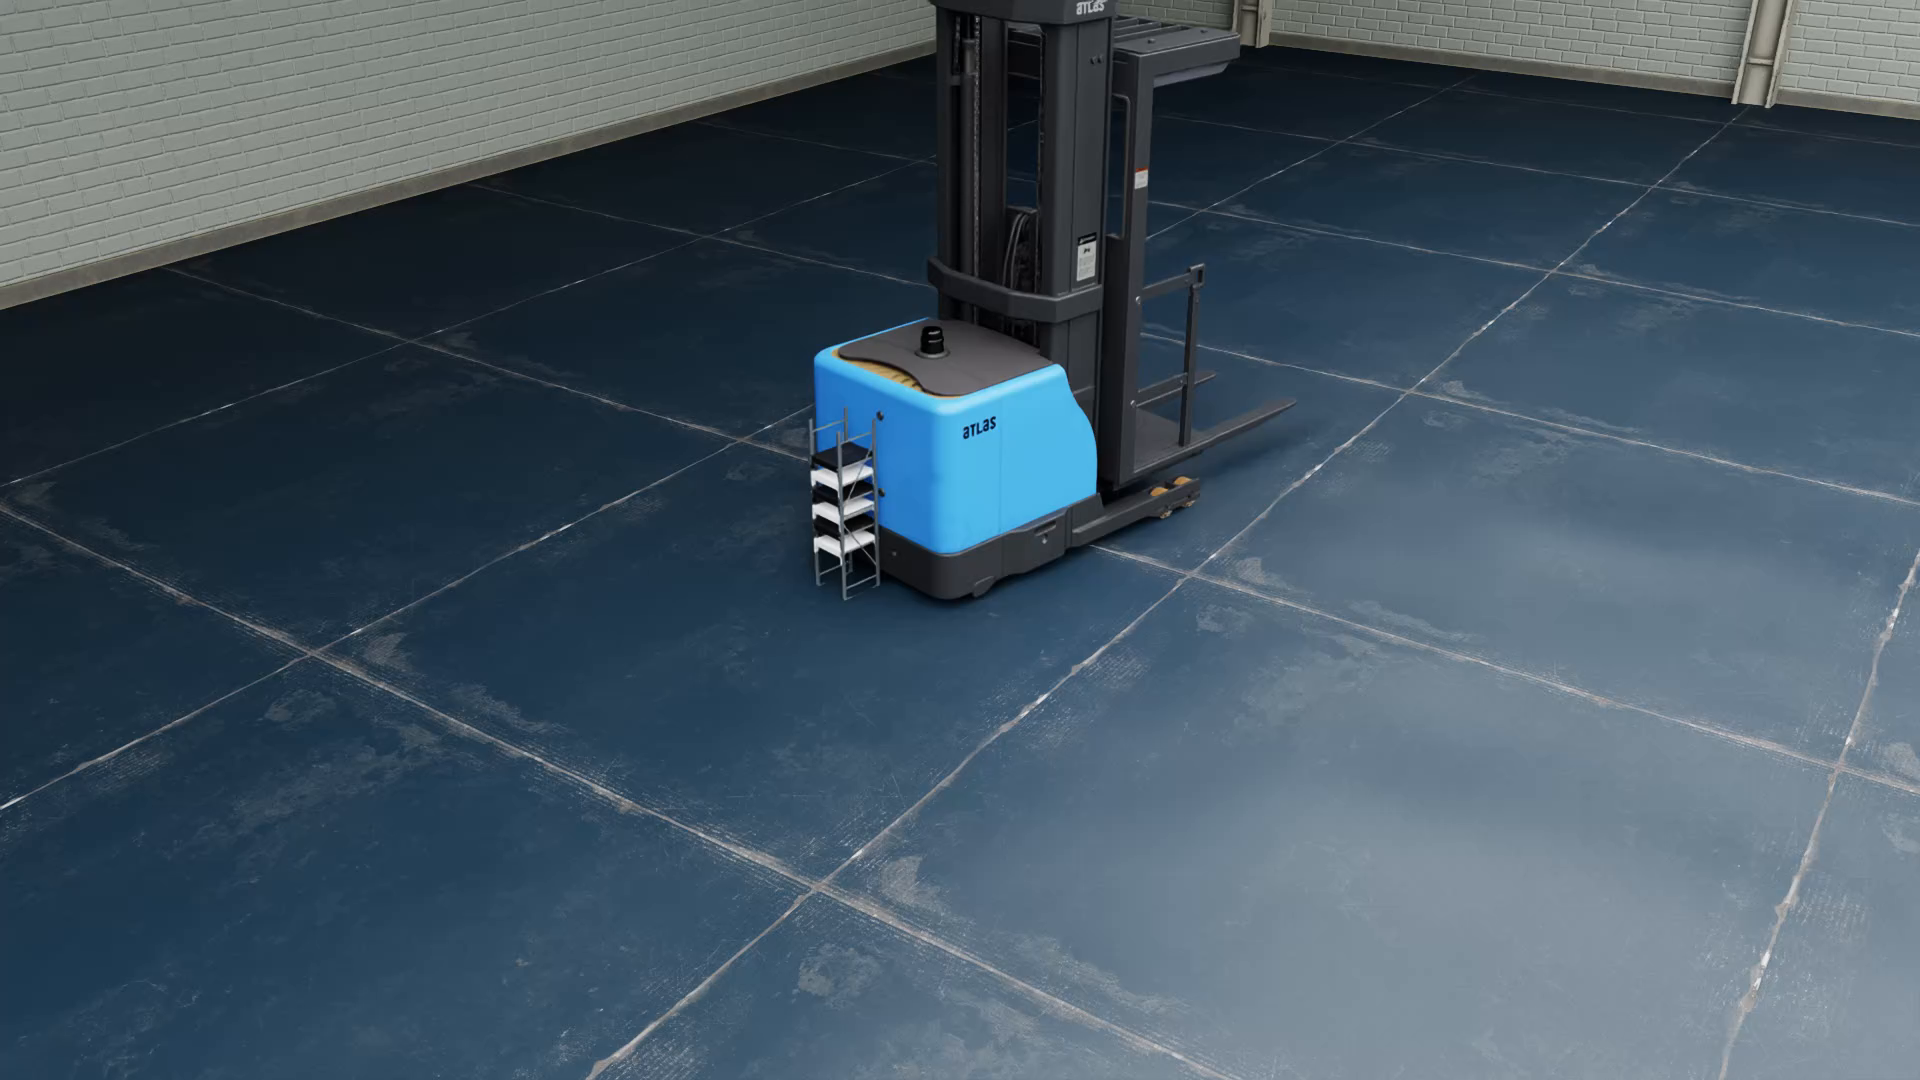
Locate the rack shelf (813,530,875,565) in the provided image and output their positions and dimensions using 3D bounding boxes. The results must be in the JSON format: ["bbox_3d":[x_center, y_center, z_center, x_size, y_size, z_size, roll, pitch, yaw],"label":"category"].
[{"bbox_3d":[-0.559,0.018,8.193,0.258,0.077,0.200,-24,35,-39],"label":"rack shelf"}]

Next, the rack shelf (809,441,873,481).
[{"bbox_3d":[-0.559,-0.383,7.989,0.258,0.077,0.200,-24,35,-39],"label":"rack shelf"}]

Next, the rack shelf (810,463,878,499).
[{"bbox_3d":[-0.559,-0.303,8.029,0.258,0.077,0.200,-24,35,-39],"label":"rack shelf"}]

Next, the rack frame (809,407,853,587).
[{"bbox_3d":[-0.631,-0.205,8.161,0.240,0.900,0.006,-24,35,-39],"label":"rack frame"}]

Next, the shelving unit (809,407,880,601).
[{"bbox_3d":[-0.559,-0.172,8.096,0.258,0.900,0.210,-24,35,-39],"label":"shelving unit"}]

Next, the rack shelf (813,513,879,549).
[{"bbox_3d":[-0.559,-0.062,8.152,0.258,0.077,0.200,-24,35,-39],"label":"rack shelf"}]

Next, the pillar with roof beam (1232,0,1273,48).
[{"bbox_3d":[1.246,-8.694,15.911,0.400,9.000,9.100,17,32,30],"label":"pillar with roof beam"}]

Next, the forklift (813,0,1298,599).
[{"bbox_3d":[0.679,-1.578,8.619,3.031,2.935,1.130,-23,35,-38],"label":"forklift"}]

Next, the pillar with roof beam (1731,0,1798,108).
[{"bbox_3d":[6.191,-7.153,12.884,0.400,9.000,9.100,17,32,30],"label":"pillar with roof beam"}]

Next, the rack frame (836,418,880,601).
[{"bbox_3d":[-0.488,-0.139,8.031,0.240,0.900,0.006,-24,35,-39],"label":"rack frame"}]

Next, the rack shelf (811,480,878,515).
[{"bbox_3d":[-0.559,-0.223,8.070,0.258,0.077,0.200,-24,35,-39],"label":"rack shelf"}]

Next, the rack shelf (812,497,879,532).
[{"bbox_3d":[-0.559,-0.142,8.111,0.258,0.077,0.200,-24,35,-39],"label":"rack shelf"}]
